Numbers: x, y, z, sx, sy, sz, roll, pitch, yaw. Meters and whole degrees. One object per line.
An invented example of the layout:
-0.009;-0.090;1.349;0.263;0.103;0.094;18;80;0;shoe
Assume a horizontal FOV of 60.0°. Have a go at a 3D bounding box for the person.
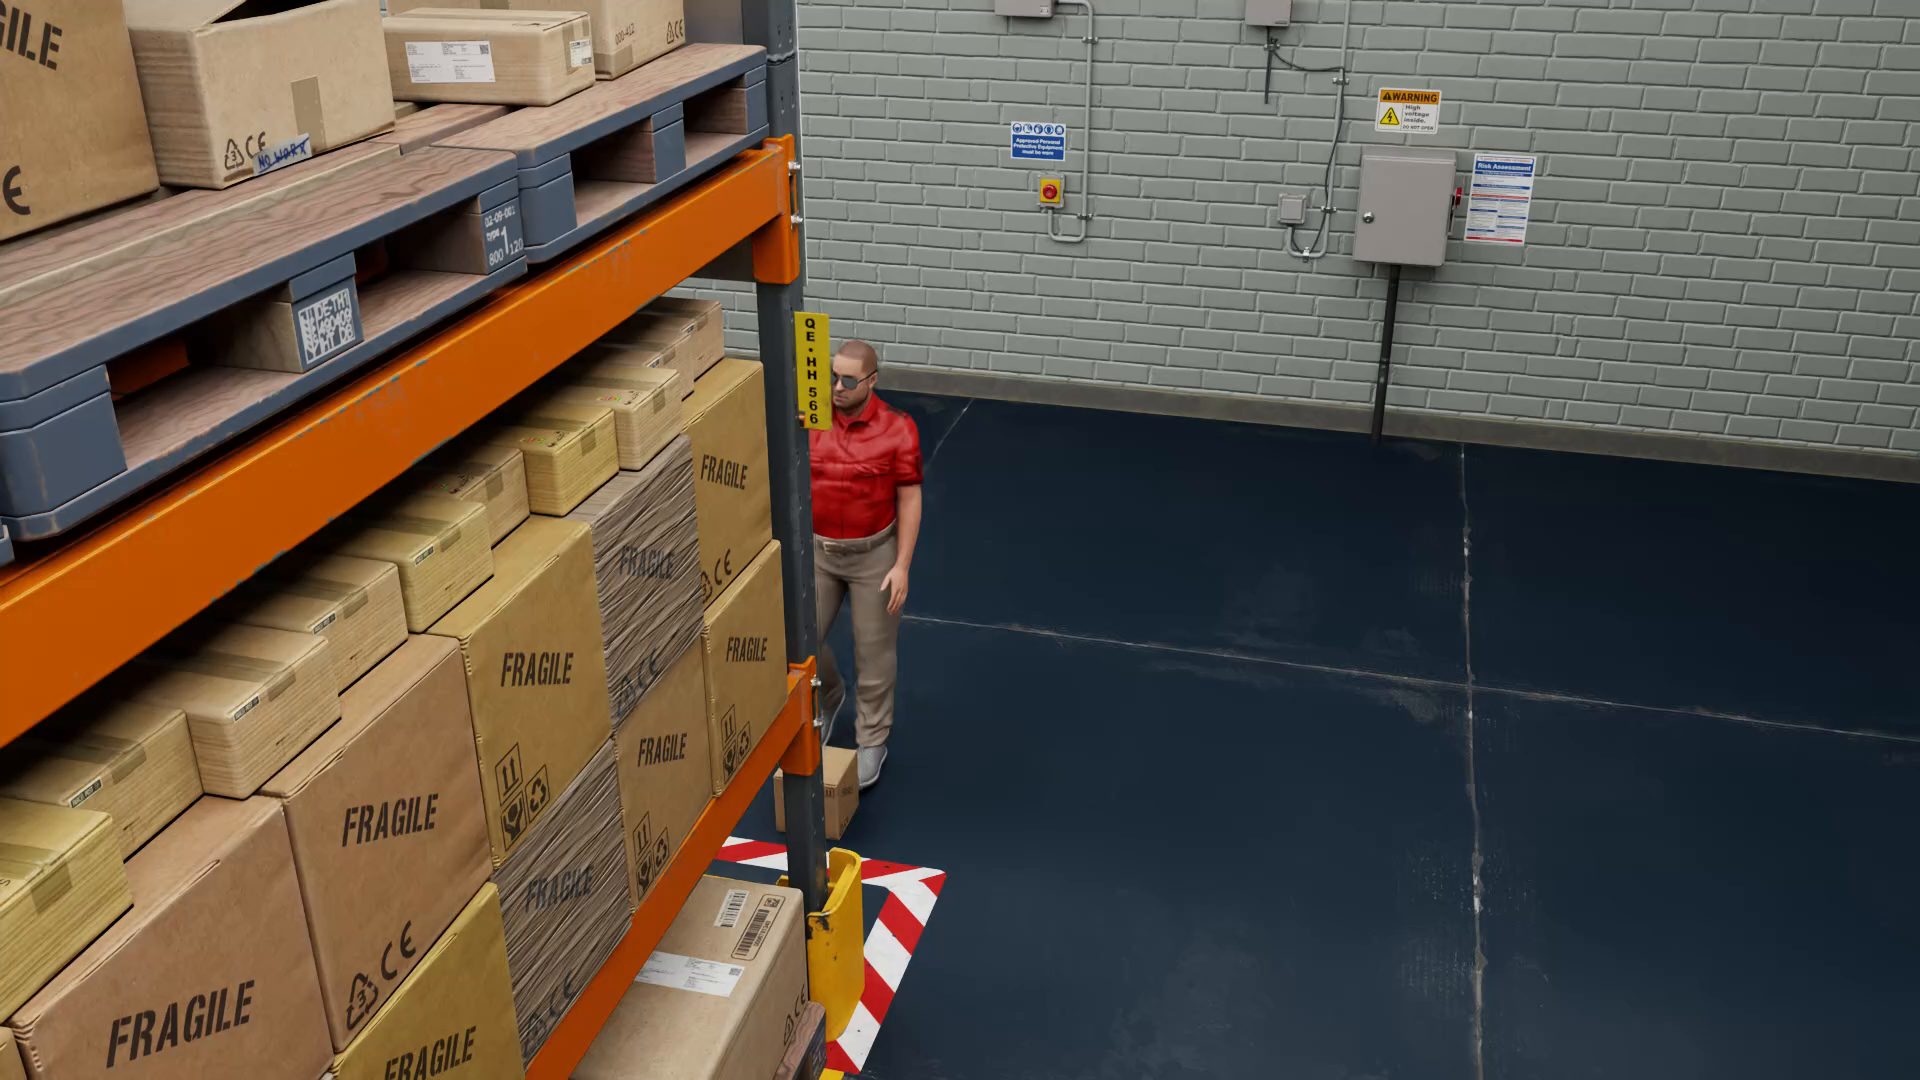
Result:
-0.433;0.114;6.395;0.560;1.762;0.537;6;26;13;person
